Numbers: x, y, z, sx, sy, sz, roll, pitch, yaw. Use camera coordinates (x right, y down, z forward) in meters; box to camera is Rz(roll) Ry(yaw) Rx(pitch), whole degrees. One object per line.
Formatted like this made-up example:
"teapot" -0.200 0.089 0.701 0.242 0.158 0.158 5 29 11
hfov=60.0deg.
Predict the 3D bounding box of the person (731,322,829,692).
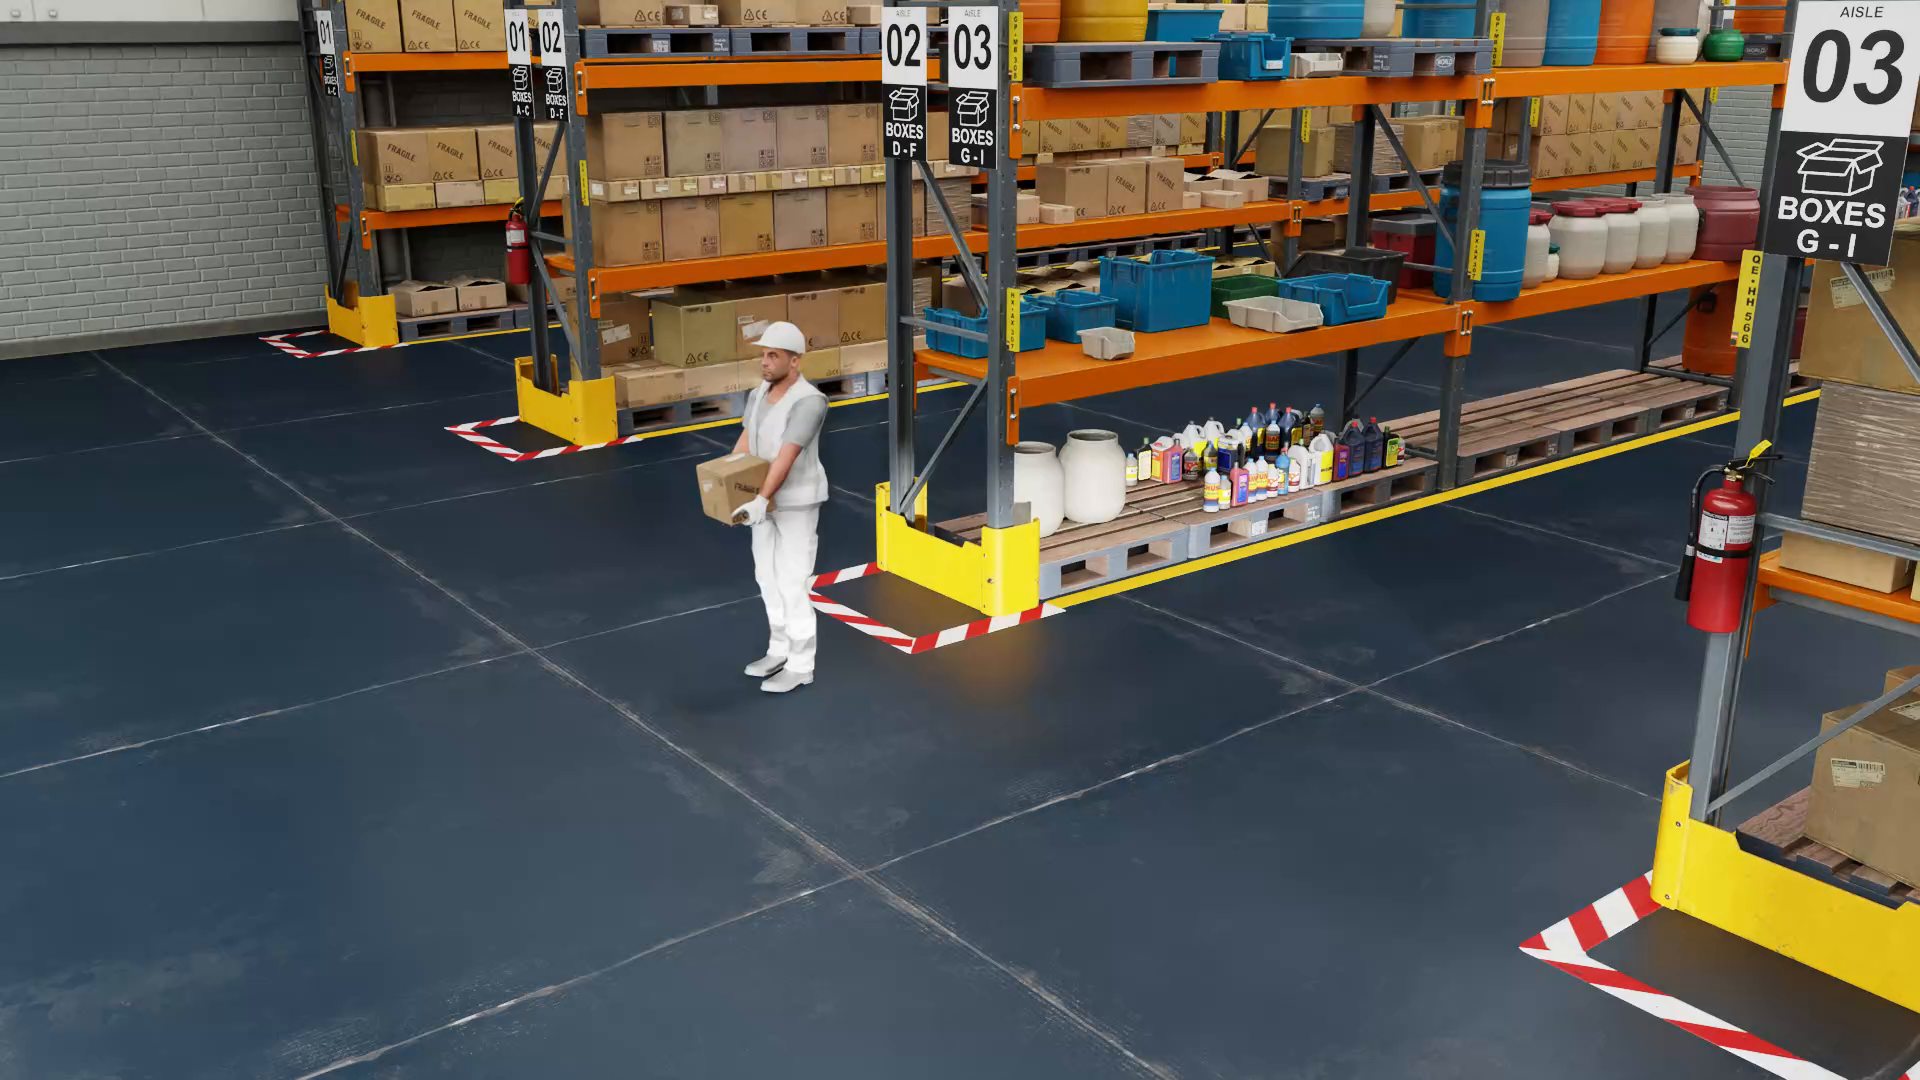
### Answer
"person" -0.915 -0.149 7.983 0.563 1.787 0.495 -14 22 -37
